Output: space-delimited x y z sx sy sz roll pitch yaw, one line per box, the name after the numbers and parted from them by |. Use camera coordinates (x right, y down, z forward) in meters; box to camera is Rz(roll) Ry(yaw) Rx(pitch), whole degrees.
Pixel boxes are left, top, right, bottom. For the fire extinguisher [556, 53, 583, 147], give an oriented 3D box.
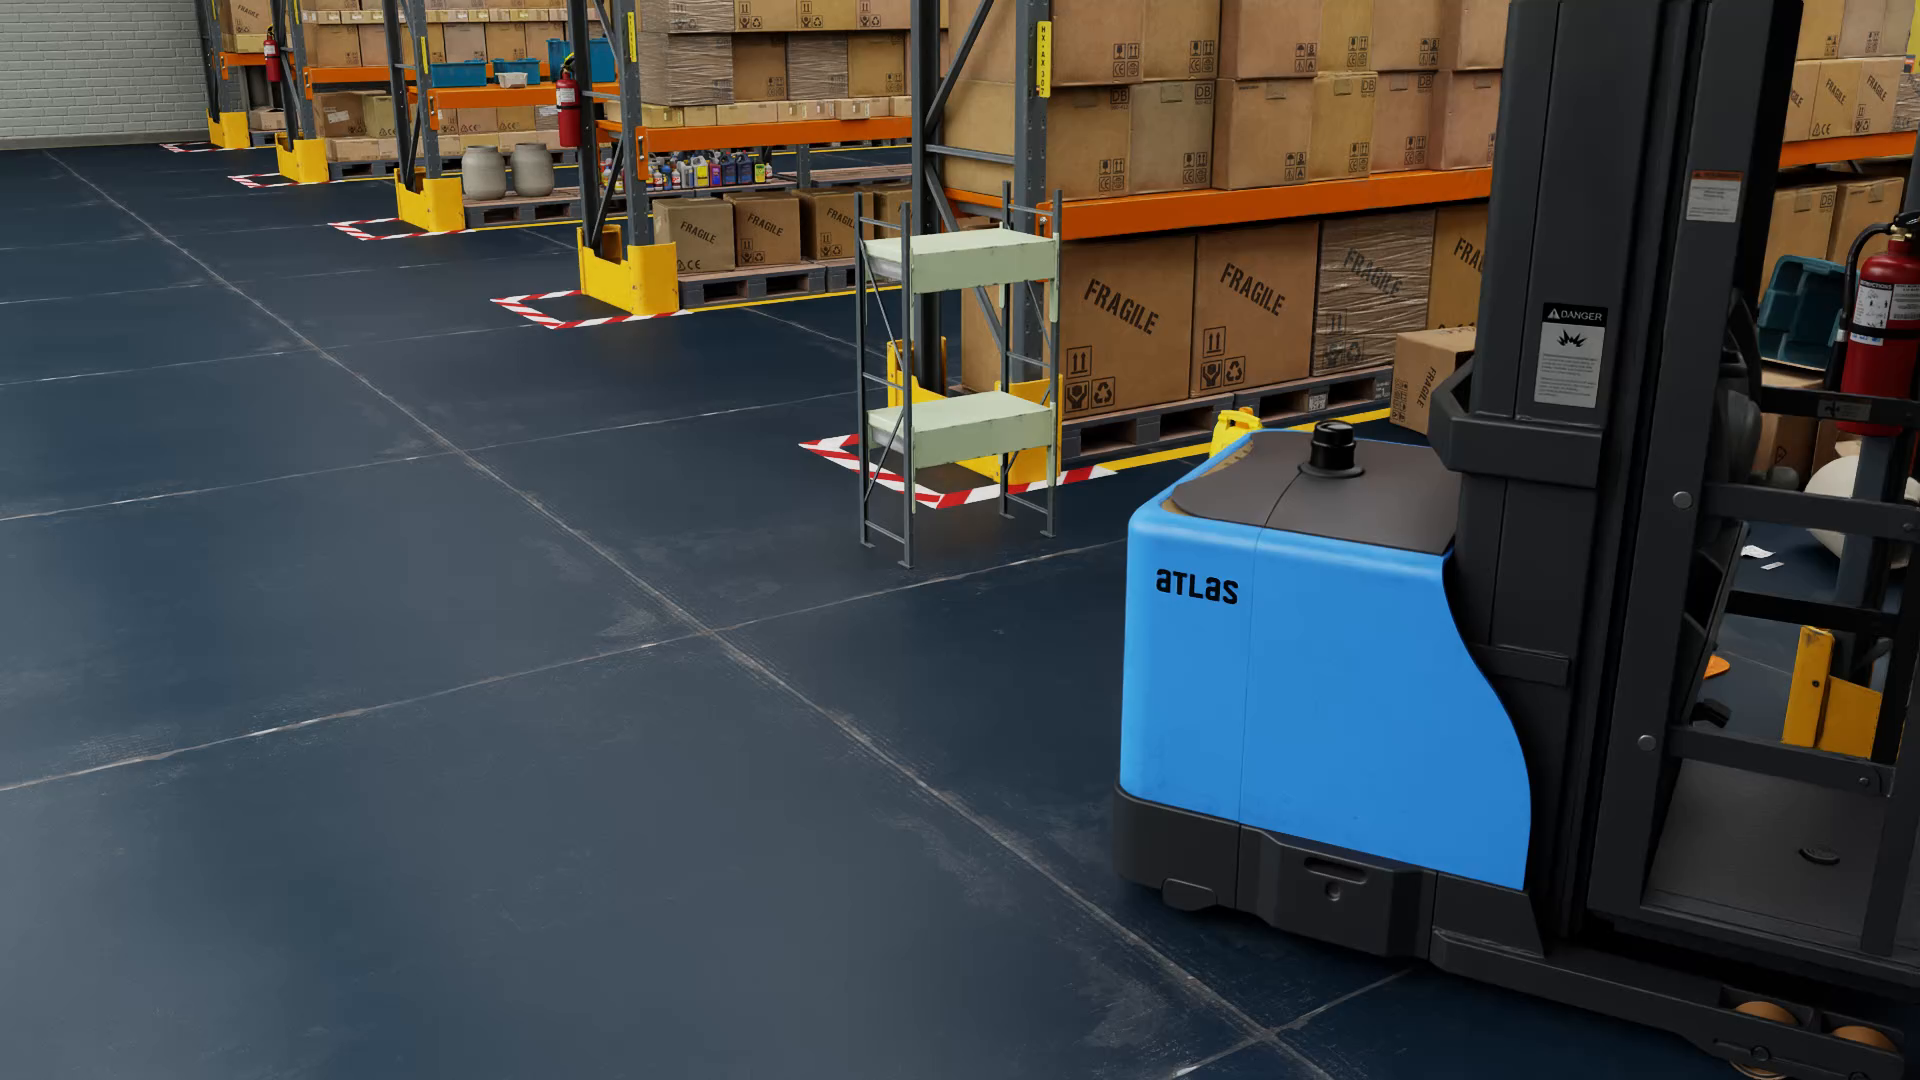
-2.916 -3.278 12.378 0.183 0.674 0.296 -12 22 -31 | fire extinguisher

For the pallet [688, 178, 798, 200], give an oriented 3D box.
-2.534 -3.813 18.193 1.213 0.211 1.003 -12 22 -31 | pallet

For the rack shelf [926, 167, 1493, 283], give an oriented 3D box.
1.747 -1.878 9.241 4.000 0.370 1.077 -12 22 -31 | rack shelf

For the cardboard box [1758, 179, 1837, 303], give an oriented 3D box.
5.472 -2.171 11.841 0.750 0.750 1.050 -12 22 -31 | cardboard box

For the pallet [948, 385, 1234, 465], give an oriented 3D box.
0.702 -0.708 9.009 1.213 0.211 1.003 -12 22 -31 | pallet

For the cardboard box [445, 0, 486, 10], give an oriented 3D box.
-6.295 -6.883 20.740 0.500 0.500 0.700 -12 22 -31 | cardboard box

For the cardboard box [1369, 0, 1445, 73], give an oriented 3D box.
2.169 -2.912 9.255 0.550 0.550 0.875 -12 22 -31 | cardboard box

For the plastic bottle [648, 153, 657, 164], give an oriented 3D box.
-3.365 -4.055 18.005 0.185 0.351 0.144 -12 22 -32 | plastic bottle

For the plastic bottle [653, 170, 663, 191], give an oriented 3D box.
-3.152 -3.751 17.337 0.097 0.201 0.097 0 19 0 | plastic bottle

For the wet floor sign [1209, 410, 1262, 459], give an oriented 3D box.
1.142 -0.217 6.879 0.232 0.644 0.267 -17 25 -41 | wet floor sign

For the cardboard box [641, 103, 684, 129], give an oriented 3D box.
-2.197 -3.079 12.061 0.250 0.149 0.380 -12 22 -31 | cardboard box

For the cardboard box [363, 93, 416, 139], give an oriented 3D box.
-7.025 -5.237 20.519 0.500 0.500 0.500 -12 22 -31 | cardboard box

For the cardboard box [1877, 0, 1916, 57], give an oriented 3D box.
6.378 -3.721 11.850 0.500 0.500 0.700 -12 22 -32 | cardboard box

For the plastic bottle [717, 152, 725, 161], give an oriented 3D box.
-2.653 -4.131 18.335 0.133 0.283 0.061 -12 22 -31 | plastic bottle

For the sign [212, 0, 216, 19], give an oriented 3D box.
-10.441 -7.451 23.250 0.005 0.325 0.100 -12 22 -31 | sign

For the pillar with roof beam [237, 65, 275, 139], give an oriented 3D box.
-8.263 -9.231 20.500 0.400 9.000 9.100 -12 22 -31 | pillar with roof beam

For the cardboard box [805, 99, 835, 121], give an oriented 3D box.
-1.157 -3.301 12.717 0.250 0.149 0.380 -12 22 -31 | cardboard box

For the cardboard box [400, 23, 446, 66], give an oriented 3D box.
-6.761 -6.168 20.649 0.500 0.500 0.700 -12 22 -31 | cardboard box

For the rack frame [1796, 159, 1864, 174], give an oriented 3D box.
6.758 -3.276 12.252 0.127 3.000 1.000 -12 22 -31 | rack frame

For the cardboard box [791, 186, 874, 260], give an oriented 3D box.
-1.022 -2.551 13.355 0.500 0.500 0.500 -10 21 -26 | cardboard box

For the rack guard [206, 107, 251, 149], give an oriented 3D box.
-10.676 -6.015 24.258 0.348 0.500 1.175 -12 22 -31 | rack guard

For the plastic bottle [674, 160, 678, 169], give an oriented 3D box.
-2.956 -3.882 17.598 0.133 0.283 0.061 -12 22 -31 | plastic bottle

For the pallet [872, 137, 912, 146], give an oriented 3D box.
-0.686 -6.071 24.874 1.213 0.211 1.003 -12 22 -31 | pallet

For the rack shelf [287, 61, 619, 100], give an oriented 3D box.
-6.341 -5.873 21.057 4.000 0.370 1.077 -12 22 -31 | rack shelf

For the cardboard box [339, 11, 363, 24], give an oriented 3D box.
-7.346 -6.275 19.954 0.250 0.149 0.380 -13 22 -33 | cardboard box

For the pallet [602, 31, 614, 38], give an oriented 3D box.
-5.689 -8.145 26.953 1.213 0.211 1.003 -12 22 -31 | pallet

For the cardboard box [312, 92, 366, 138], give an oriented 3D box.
-7.727 -5.288 20.668 0.500 0.500 0.500 -12 22 -31 | cardboard box

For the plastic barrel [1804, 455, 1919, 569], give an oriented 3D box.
3.776 -0.109 6.906 0.421 0.421 0.512 2 19 6 | plastic barrel

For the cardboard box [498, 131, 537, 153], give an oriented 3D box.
-5.771 -5.145 21.418 0.500 0.250 0.500 -12 22 -31 | cardboard box

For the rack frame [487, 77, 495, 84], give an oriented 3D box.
-7.398 -7.891 25.902 0.127 3.000 1.000 -12 22 -31 | rack frame

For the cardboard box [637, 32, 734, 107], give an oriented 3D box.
-2.092 -3.489 12.262 0.500 0.500 0.875 -12 22 -31 | cardboard box

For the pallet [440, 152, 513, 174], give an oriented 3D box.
-6.378 -4.900 21.410 1.213 0.211 1.003 -12 22 -31 | pallet

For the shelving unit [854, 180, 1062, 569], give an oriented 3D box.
-0.006 -0.709 7.001 0.755 1.500 0.431 -12 22 -31 | shelving unit

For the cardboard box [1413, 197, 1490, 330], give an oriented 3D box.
2.854 -1.672 10.168 0.875 0.875 0.875 -12 22 -31 | cardboard box

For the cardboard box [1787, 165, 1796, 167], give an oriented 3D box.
9.546 -4.928 19.799 0.875 0.875 0.875 -12 22 -31 | cardboard box

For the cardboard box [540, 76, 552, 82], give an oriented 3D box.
-6.427 -7.483 26.740 0.500 0.250 0.500 -12 22 -33 | cardboard box

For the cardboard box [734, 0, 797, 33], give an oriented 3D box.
-1.536 -3.984 12.163 0.500 0.500 0.500 -12 22 -31 | cardboard box

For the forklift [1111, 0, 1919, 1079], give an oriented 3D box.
1.949 -0.353 3.713 3.031 2.935 1.130 10 21 27 | forklift

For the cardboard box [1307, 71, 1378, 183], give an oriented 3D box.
1.766 -2.288 9.094 0.500 0.550 0.875 -12 22 -31 | cardboard box

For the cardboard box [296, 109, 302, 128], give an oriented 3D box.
-9.636 -6.319 24.764 0.500 0.311 0.500 -10 21 -27 | cardboard box

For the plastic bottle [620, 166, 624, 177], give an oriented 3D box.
-3.572 -3.891 17.754 0.097 0.201 0.097 0 19 0 | plastic bottle

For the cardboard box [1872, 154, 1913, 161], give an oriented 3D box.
7.601 -2.929 13.300 0.500 0.250 0.500 -12 22 -31 | cardboard box

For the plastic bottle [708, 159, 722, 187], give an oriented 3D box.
-2.603 -3.898 17.646 0.133 0.283 0.061 -10 21 -28 | plastic bottle

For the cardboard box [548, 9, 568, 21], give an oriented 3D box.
-5.205 -6.726 21.288 0.250 0.149 0.380 -13 22 -33 | cardboard box

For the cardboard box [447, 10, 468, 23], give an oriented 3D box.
-6.281 -6.499 20.615 0.250 0.149 0.380 -12 22 -31 | cardboard box

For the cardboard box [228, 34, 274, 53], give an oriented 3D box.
-10.157 -7.126 23.841 0.500 0.250 0.500 -13 22 -33 | cardboard box
